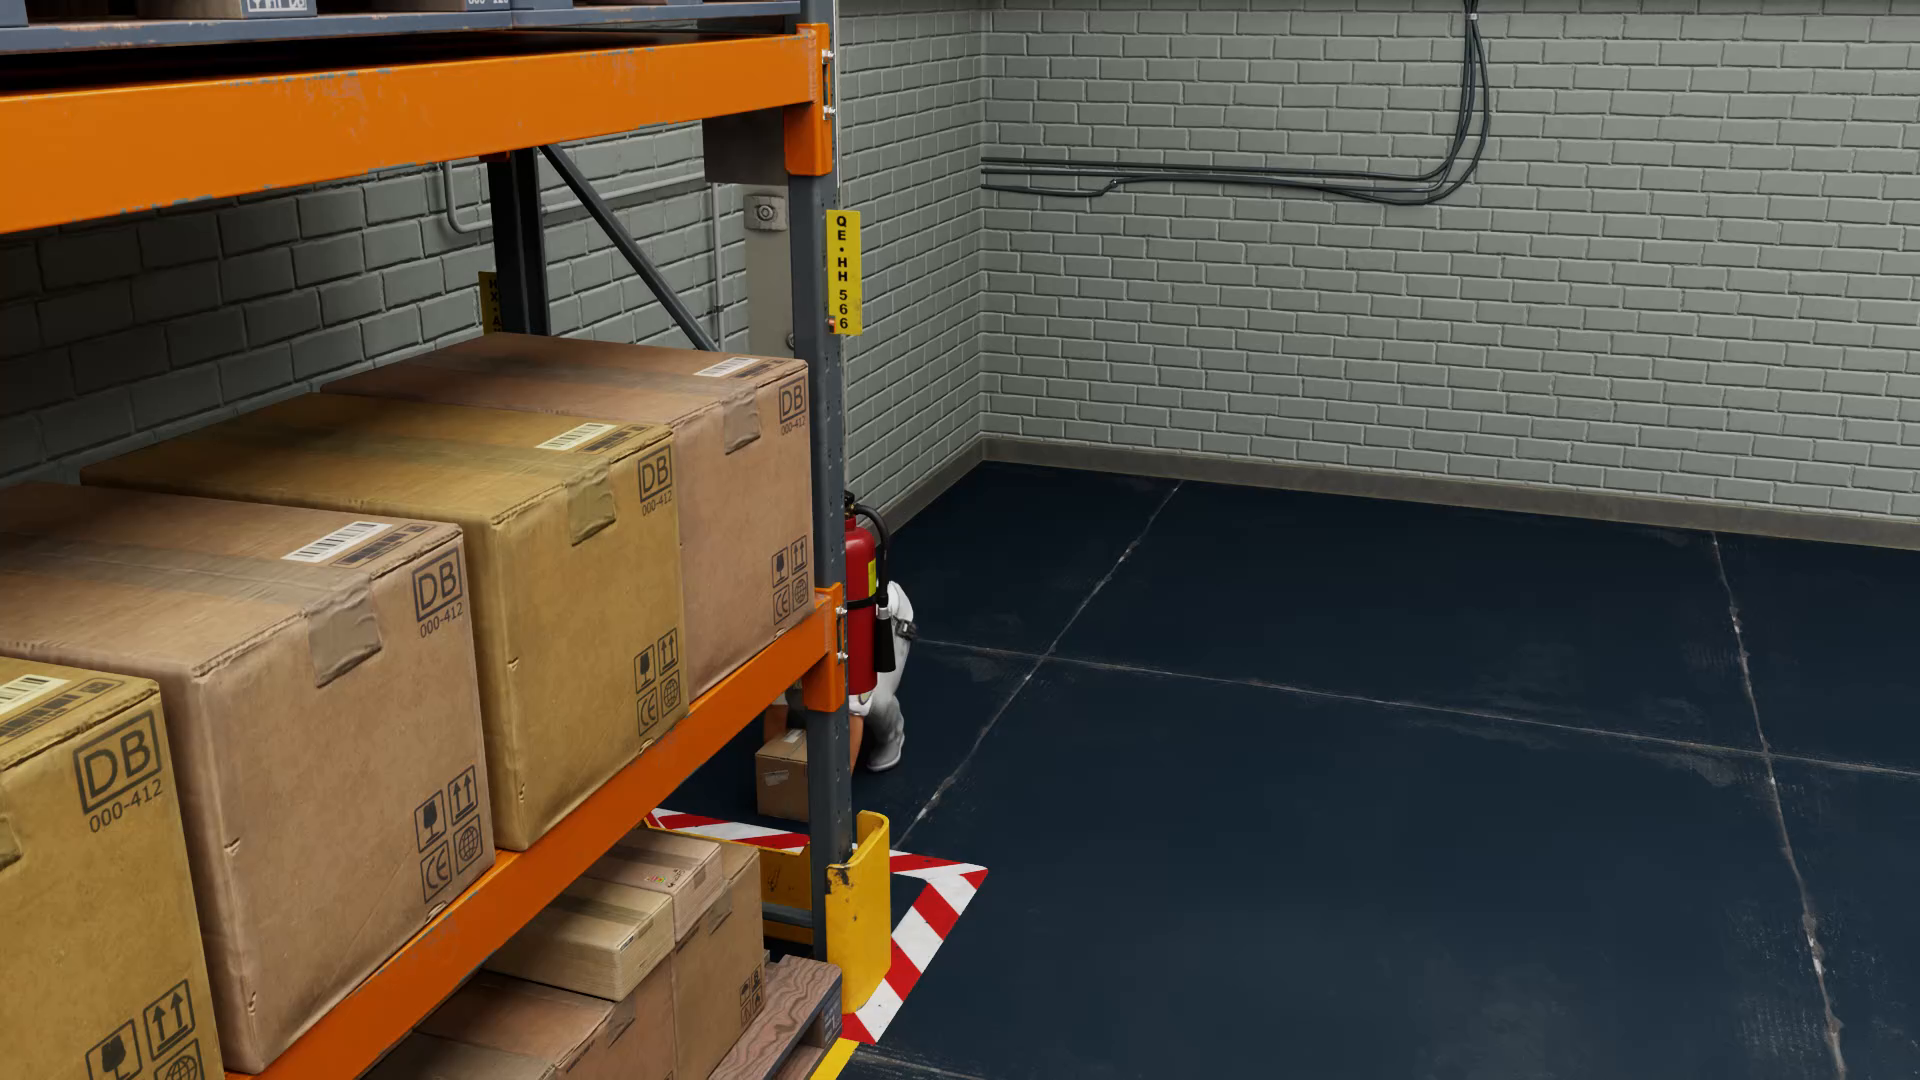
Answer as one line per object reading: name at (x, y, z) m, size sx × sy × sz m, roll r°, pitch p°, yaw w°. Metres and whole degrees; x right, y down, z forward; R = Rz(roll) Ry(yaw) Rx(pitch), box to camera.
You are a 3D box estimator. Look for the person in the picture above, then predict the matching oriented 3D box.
person at (-0.477, 0.539, 6.390) m, size 0.513 × 0.785 × 0.942 m, roll 6°, pitch 20°, yaw 17°
